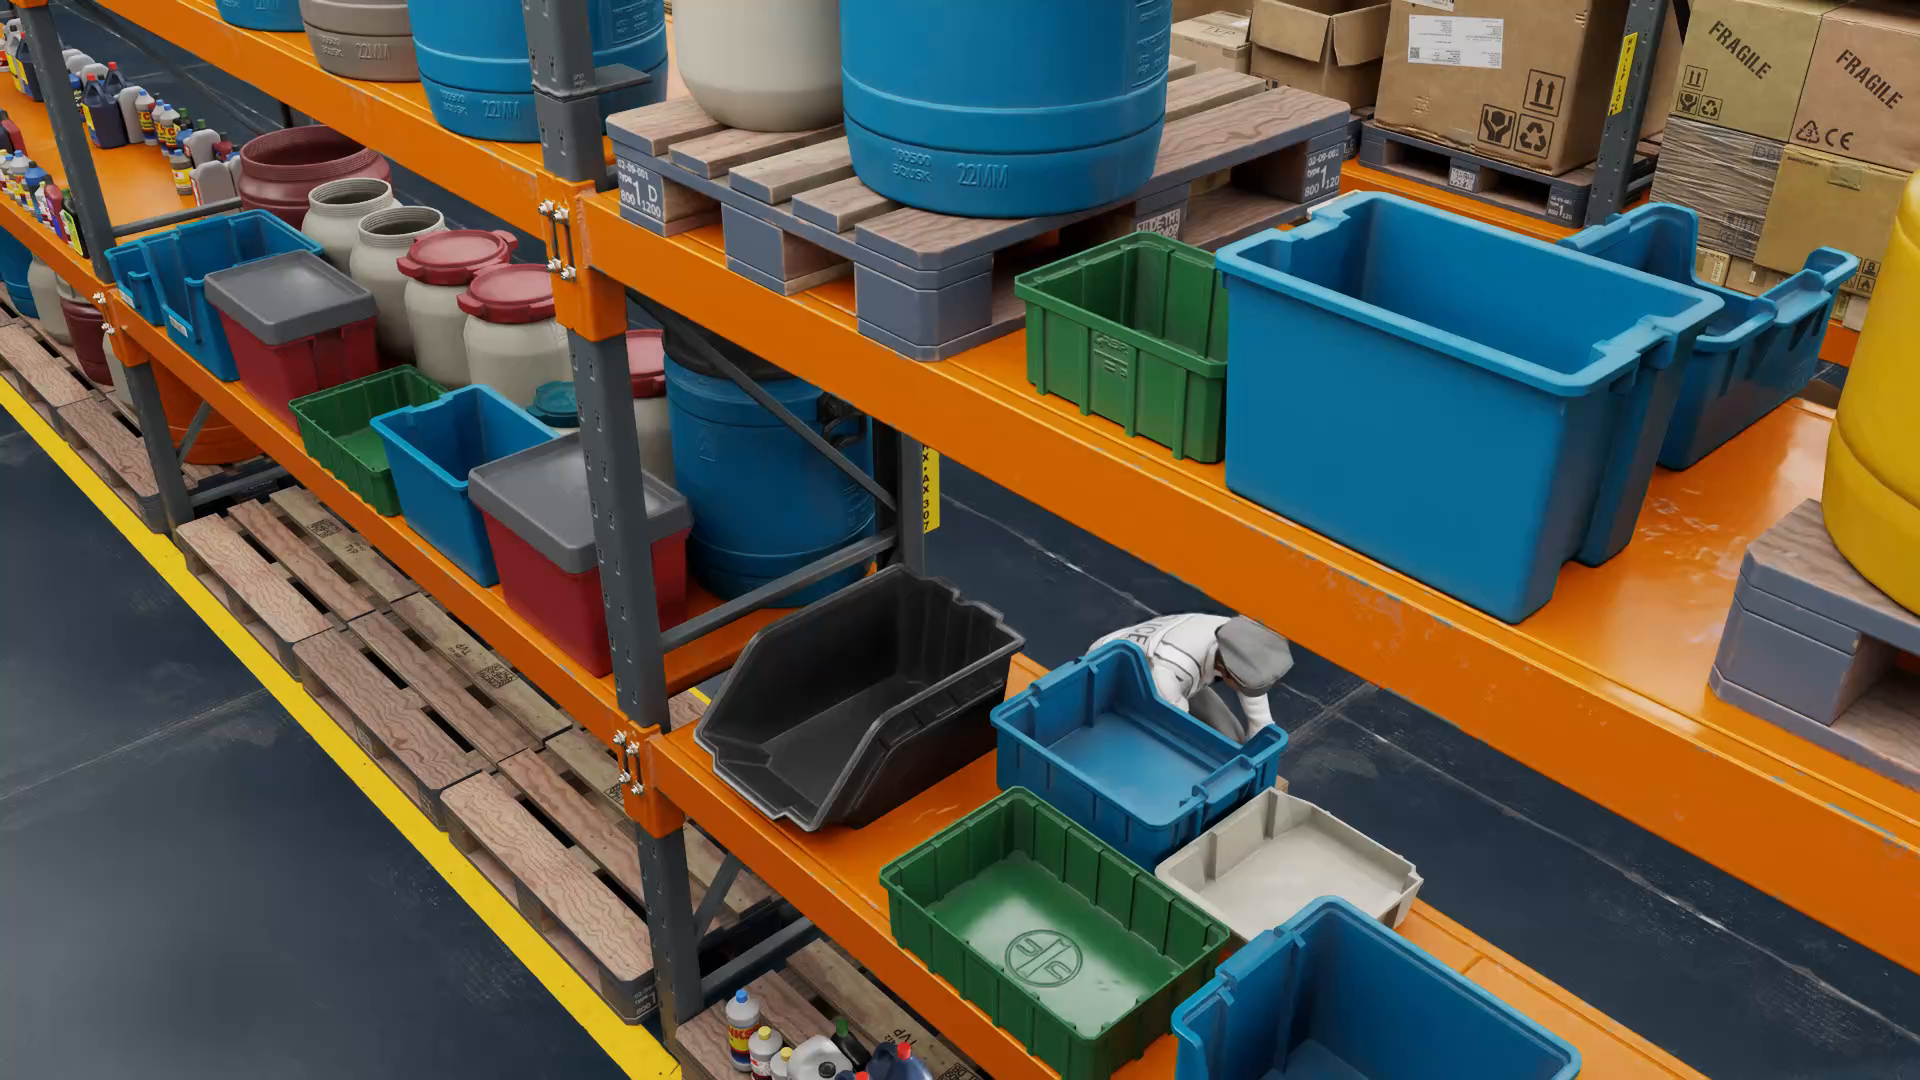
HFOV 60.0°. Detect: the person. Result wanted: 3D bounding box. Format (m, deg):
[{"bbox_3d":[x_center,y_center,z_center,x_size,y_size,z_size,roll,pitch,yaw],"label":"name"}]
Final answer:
[{"bbox_3d":[0.793,0.587,5.822,0.488,1.006,0.815,-15,35,-23],"label":"person"}]
